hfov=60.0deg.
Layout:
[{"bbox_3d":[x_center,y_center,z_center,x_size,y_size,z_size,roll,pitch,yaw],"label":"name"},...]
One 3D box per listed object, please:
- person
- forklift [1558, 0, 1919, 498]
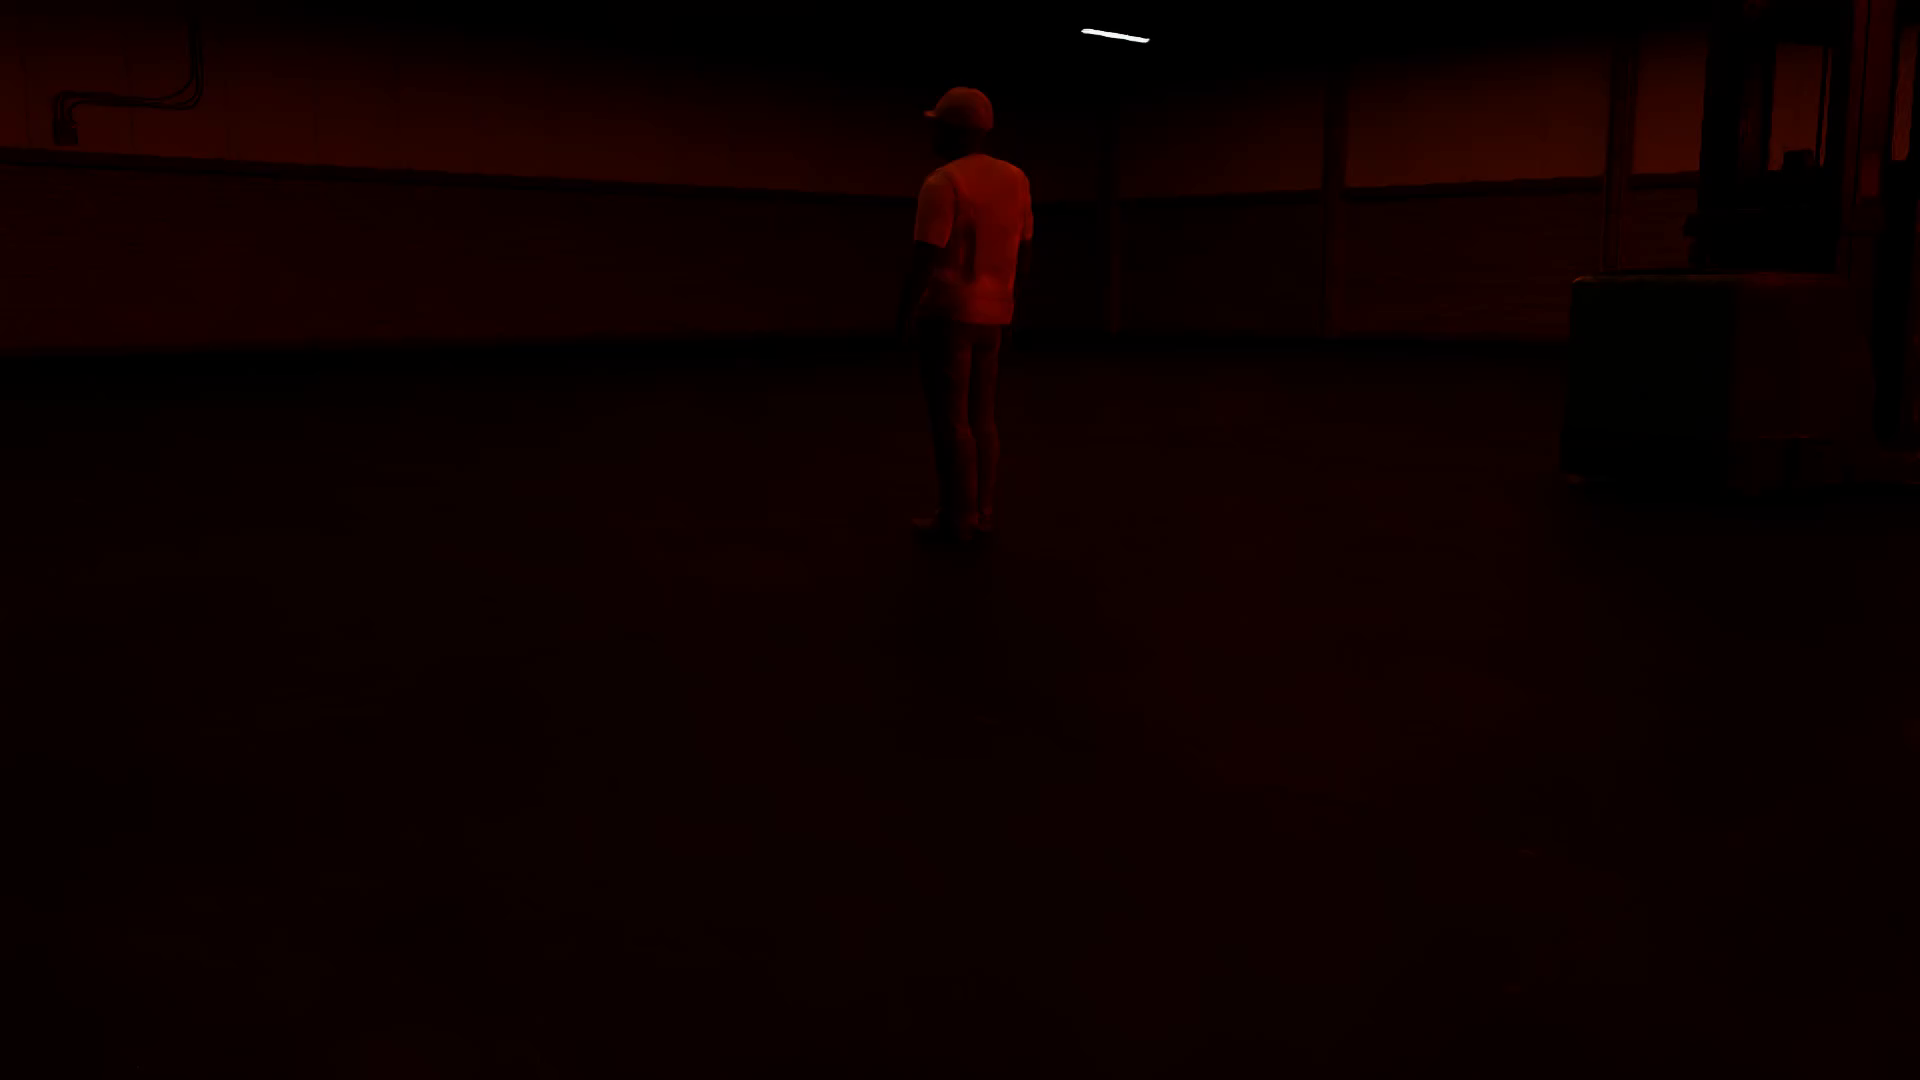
[{"bbox_3d":[-0.046,-0.888,6.636,0.576,1.766,0.665,8,12,43],"label":"person"},{"bbox_3d":[4.674,-1.771,8.636,3.031,2.935,1.130,-4,9,-25],"label":"forklift"}]
